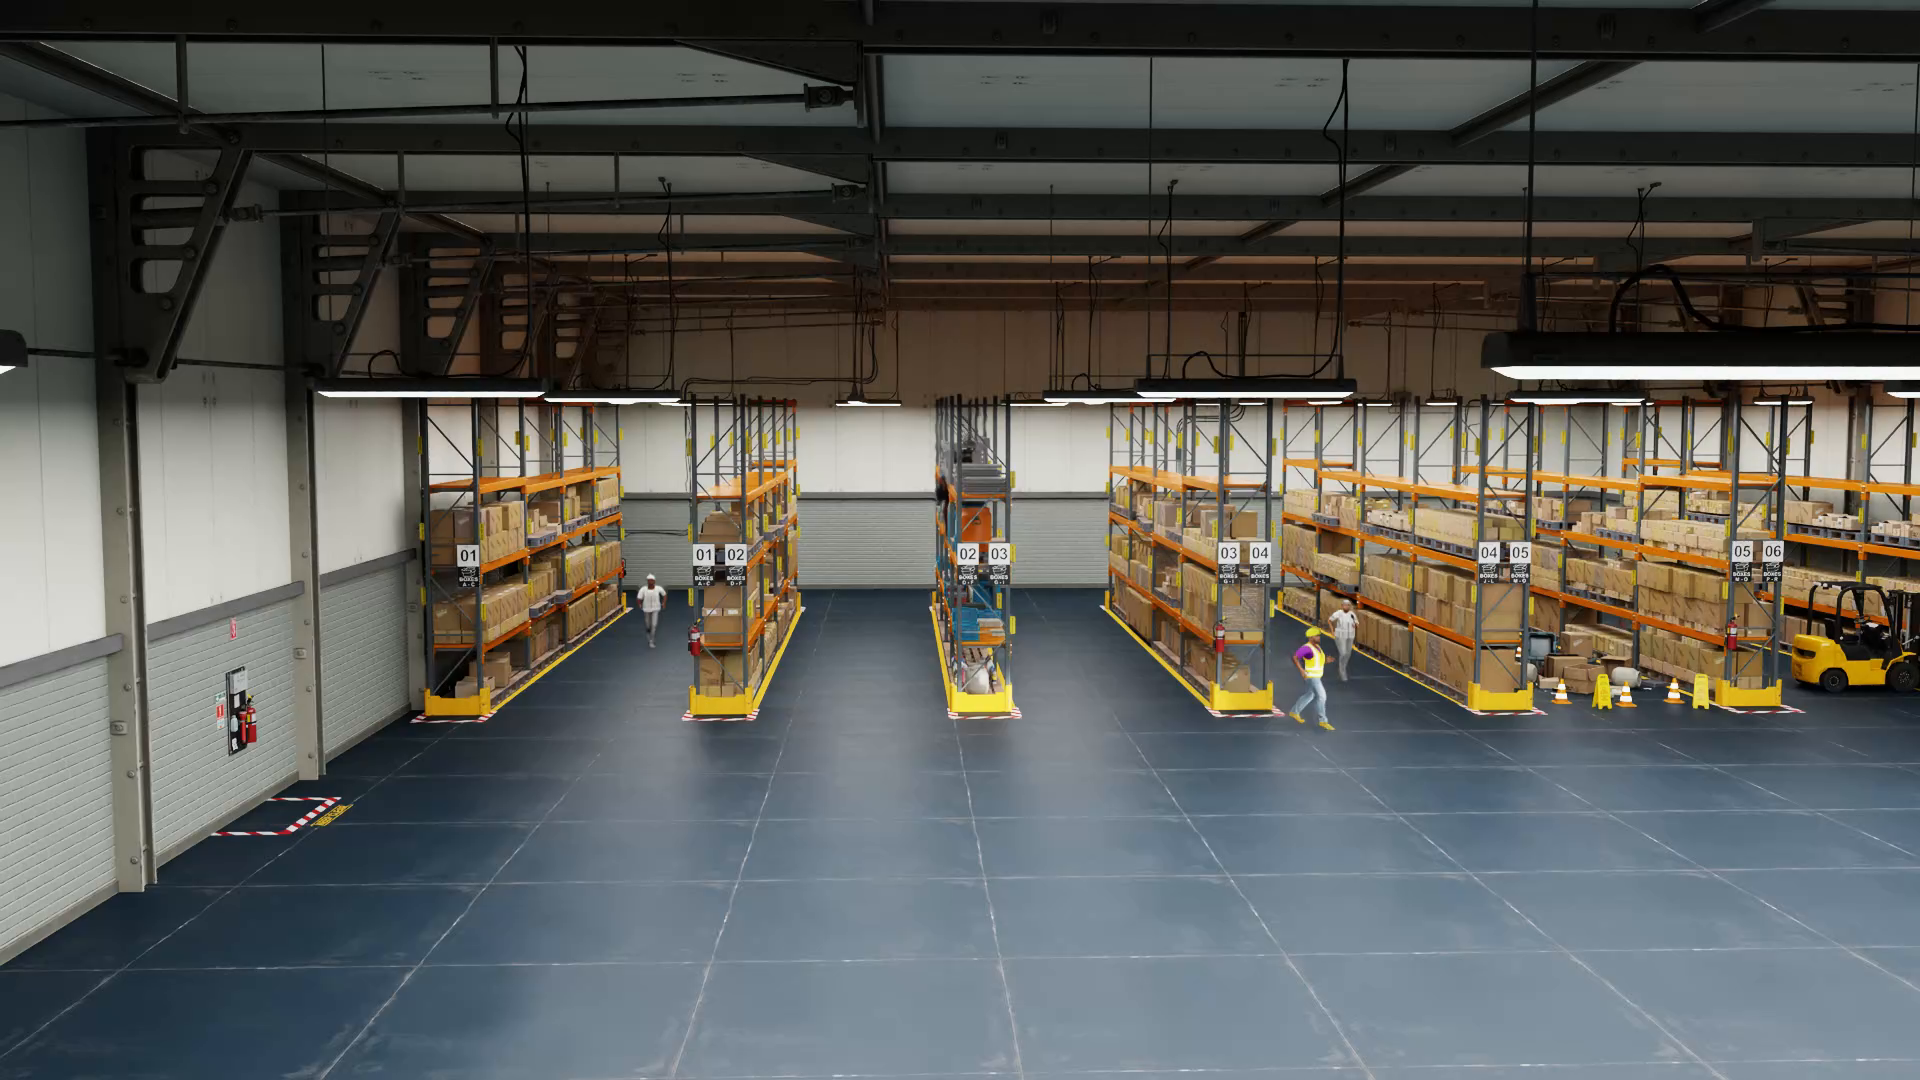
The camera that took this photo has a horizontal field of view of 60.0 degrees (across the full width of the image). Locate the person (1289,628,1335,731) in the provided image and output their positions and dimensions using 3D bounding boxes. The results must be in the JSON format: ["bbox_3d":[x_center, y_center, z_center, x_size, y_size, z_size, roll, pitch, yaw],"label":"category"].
[{"bbox_3d":[6.330,2.477,29.838,0.885,1.805,0.685,2,5,27],"label":"person"}]

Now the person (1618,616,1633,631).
[{"bbox_3d":[16.664,1.659,41.223,0.561,1.685,0.762,0,5,-4],"label":"person"}]

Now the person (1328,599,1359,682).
[{"bbox_3d":[8.161,2.117,35.313,0.582,1.727,0.767,-1,5,-14],"label":"person"}]

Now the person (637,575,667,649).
[{"bbox_3d":[-7.439,1.708,40.184,0.712,1.745,0.870,0,5,-6],"label":"person"}]
